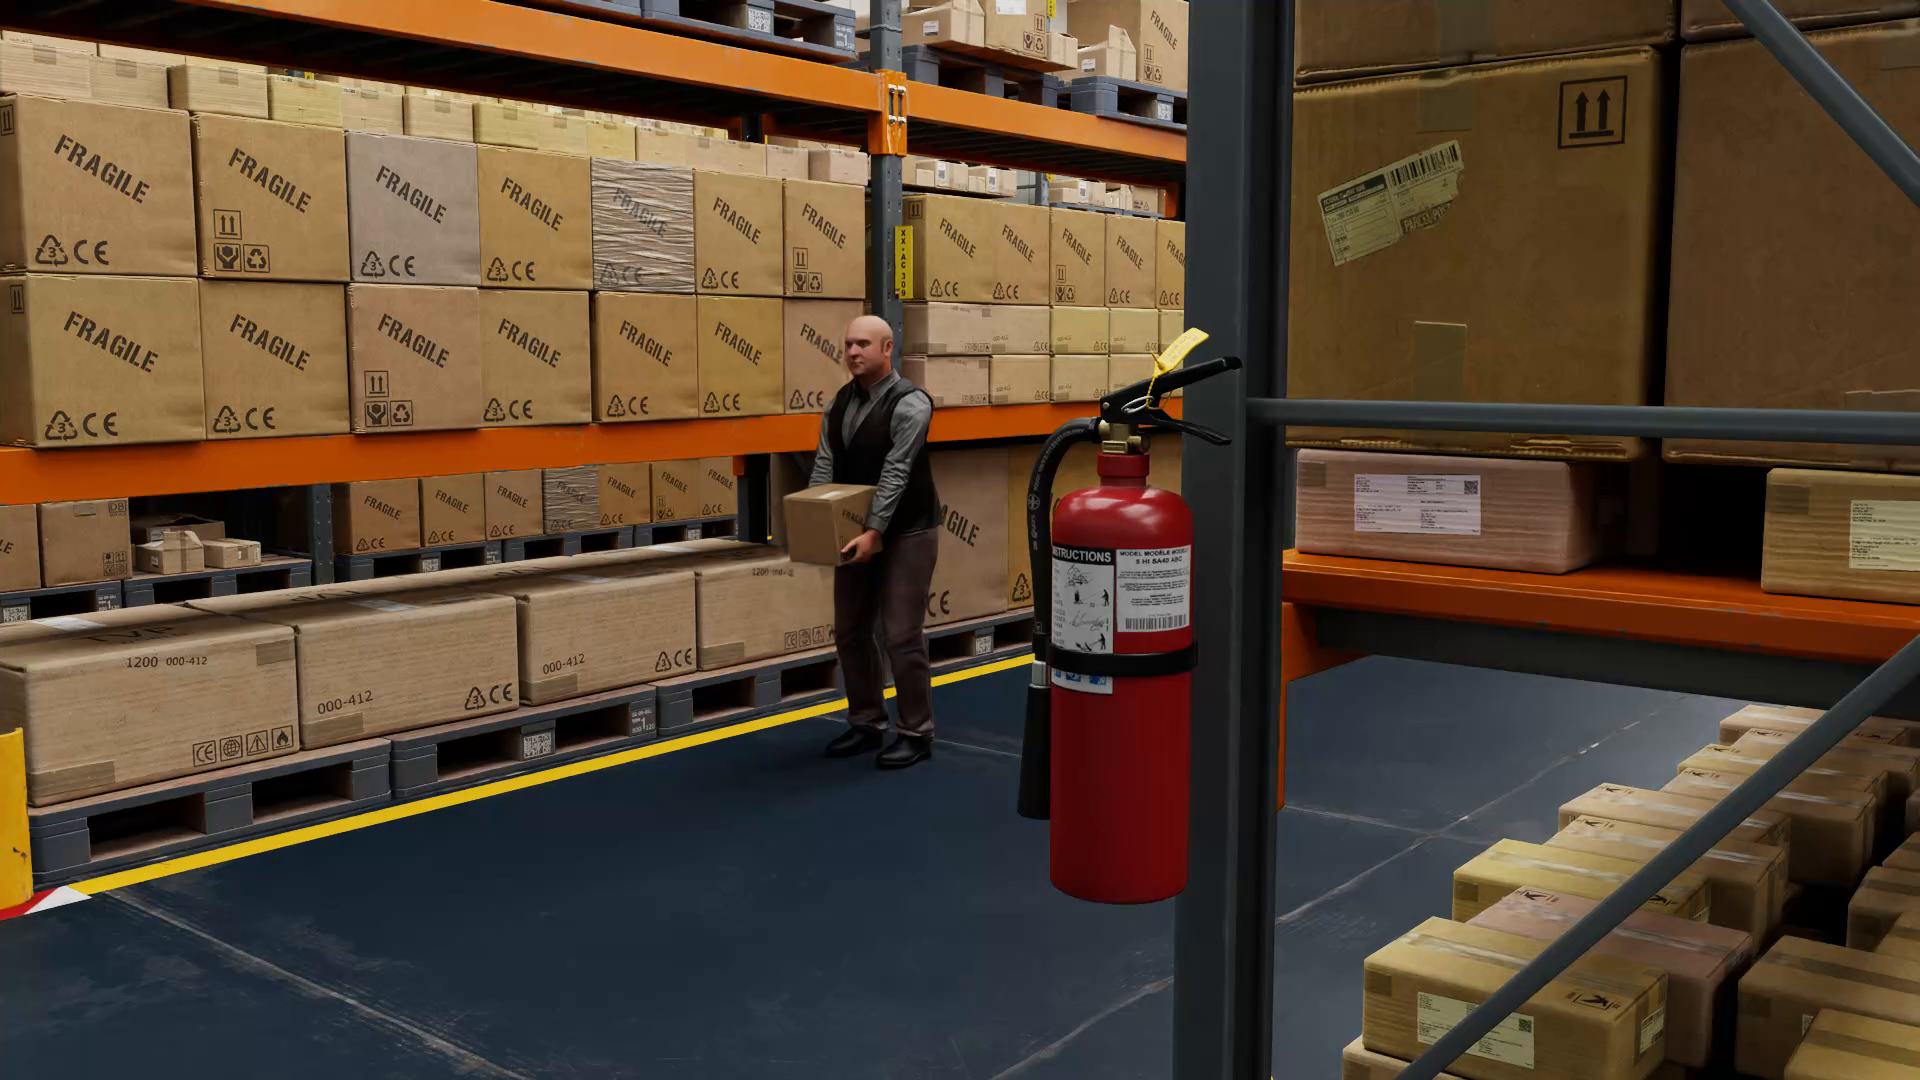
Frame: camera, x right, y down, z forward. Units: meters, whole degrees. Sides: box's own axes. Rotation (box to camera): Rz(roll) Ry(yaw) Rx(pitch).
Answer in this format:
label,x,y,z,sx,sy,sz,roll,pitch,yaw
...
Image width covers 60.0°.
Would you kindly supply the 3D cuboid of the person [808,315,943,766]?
label,x,y,z,sx,sy,sz,roll,pitch,yaw
person,-0.341,0.006,6.351,0.487,1.713,0.577,5,8,38
